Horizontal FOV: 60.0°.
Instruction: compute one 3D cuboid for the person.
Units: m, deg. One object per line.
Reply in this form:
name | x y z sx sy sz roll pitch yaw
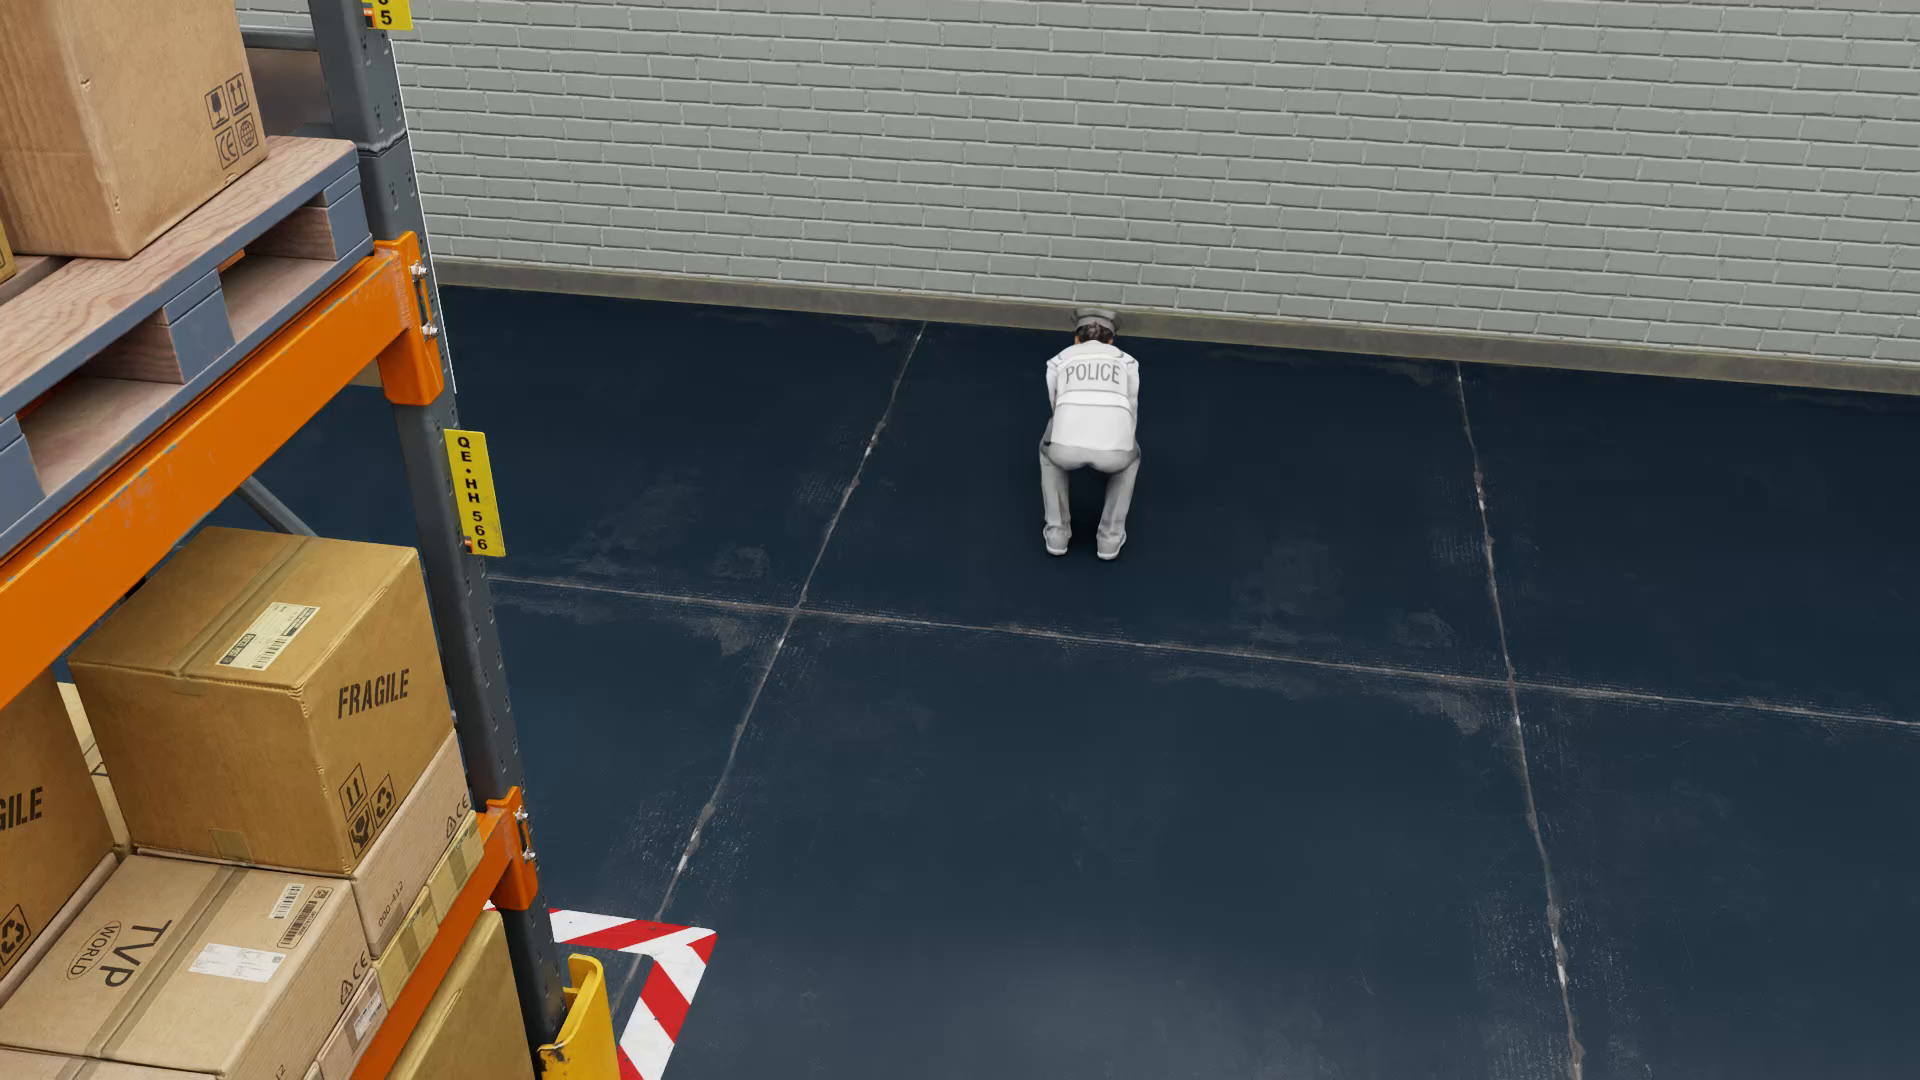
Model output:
person | 0.592 -0.480 7.529 0.469 0.980 0.908 4 33 6
